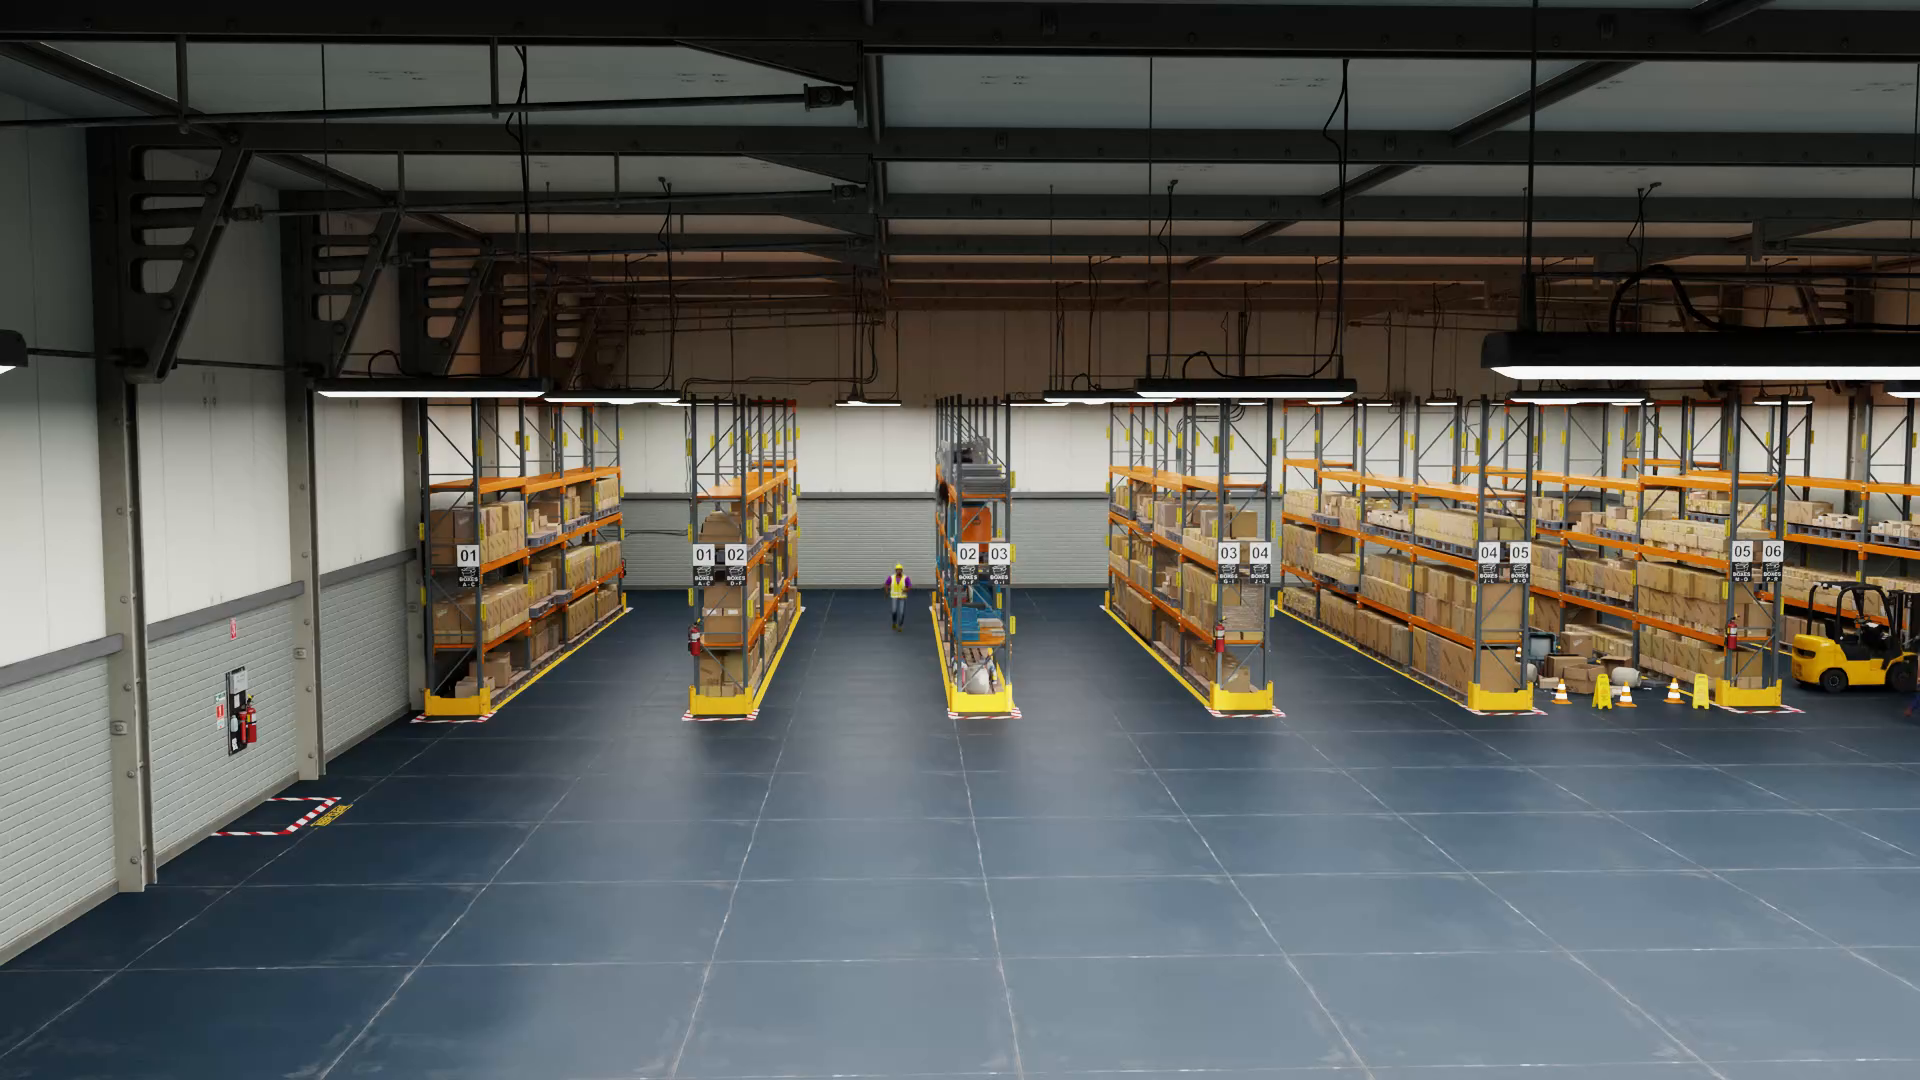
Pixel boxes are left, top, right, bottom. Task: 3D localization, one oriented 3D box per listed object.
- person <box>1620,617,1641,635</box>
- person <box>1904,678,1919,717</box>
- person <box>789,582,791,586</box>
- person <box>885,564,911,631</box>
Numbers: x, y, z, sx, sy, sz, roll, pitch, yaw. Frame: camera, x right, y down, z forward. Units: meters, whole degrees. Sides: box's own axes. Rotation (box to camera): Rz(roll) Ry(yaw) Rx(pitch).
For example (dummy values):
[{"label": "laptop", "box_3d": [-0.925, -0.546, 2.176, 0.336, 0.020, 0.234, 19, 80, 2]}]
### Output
[{"label": "person", "box_3d": [16.569, 1.702, 41.129, 0.531, 1.567, 0.898, -1, 5, -7]}, {"label": "person", "box_3d": [17.769, 2.534, 30.449, 0.699, 1.585, 0.609, 0, 4, 0]}, {"label": "person", "box_3d": [-5.511, 0.848, 50.696, 0.700, 1.771, 0.700, -3, 6, -37]}, {"label": "person", "box_3d": [-1.588, 1.487, 42.616, 0.691, 1.723, 0.638, 0, 4, -1]}]
